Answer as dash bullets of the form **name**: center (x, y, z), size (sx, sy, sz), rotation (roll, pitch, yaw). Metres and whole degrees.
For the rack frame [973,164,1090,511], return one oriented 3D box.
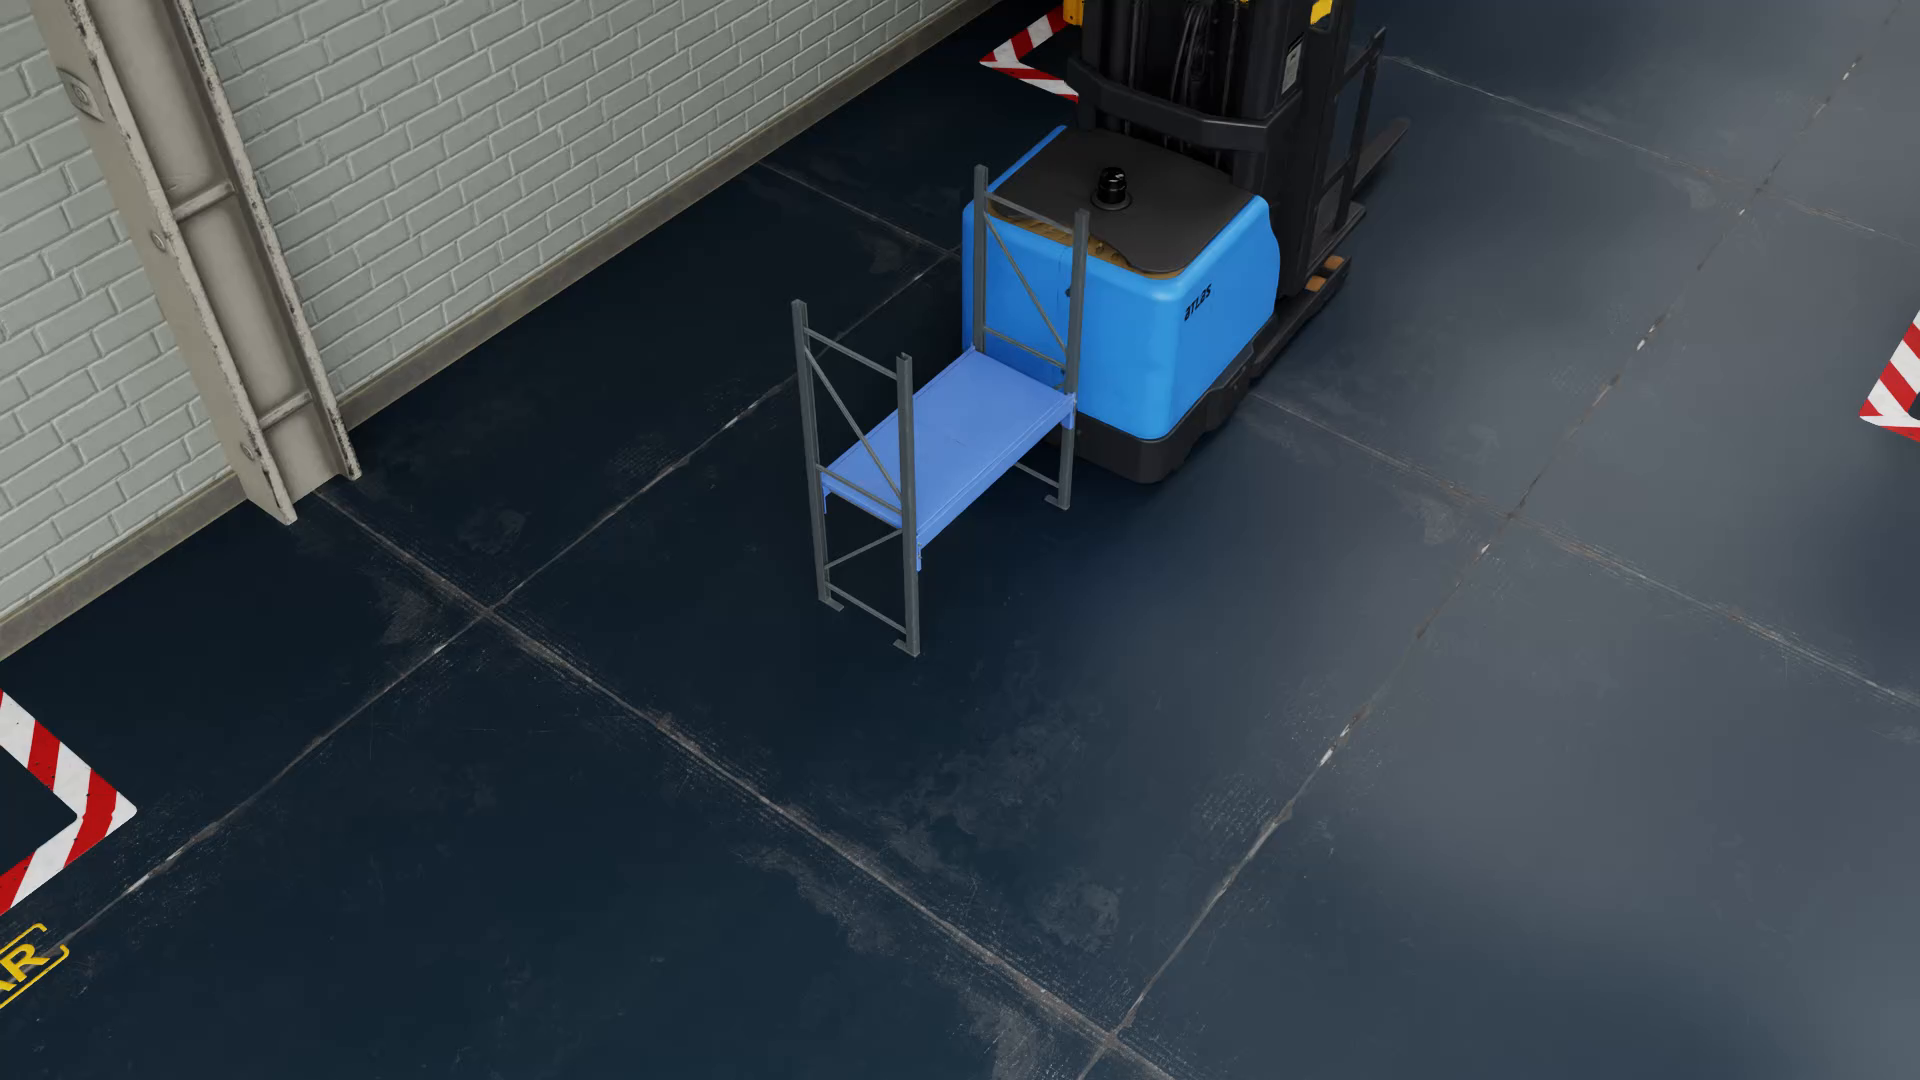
- **rack frame**: center (0.259, -0.760, 6.604), size (0.500, 1.500, 0.032), rotation (29, 53, 25)

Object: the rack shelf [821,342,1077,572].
- **rack shelf**: center (-0.052, -0.345, 6.456), size (0.538, 0.185, 1.000), rotation (29, 53, 25)

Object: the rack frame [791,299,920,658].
- **rack frame**: center (-0.363, -0.178, 6.048), size (0.500, 1.500, 0.032), rotation (29, 53, 25)

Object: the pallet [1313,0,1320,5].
- **pallet**: center (1.675, -3.457, 10.071), size (1.003, 0.211, 1.213), rotation (29, 53, 25)

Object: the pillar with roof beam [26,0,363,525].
- **pillar with roof beam**: center (0.585, -1.446, 2.073), size (9.100, 9.000, 0.400), rotation (29, 53, 25)

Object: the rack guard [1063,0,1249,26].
- **rack guard**: center (1.150, -3.107, 9.537), size (1.175, 0.500, 0.348), rotation (29, 53, 25)

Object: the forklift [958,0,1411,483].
- **forklift**: center (1.235, -2.290, 7.075), size (1.130, 2.935, 3.031), rotation (26, 52, 23)

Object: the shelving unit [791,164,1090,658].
- **shelving unit**: center (-0.052, -0.469, 6.326), size (0.538, 1.500, 1.048), rotation (29, 53, 25)
